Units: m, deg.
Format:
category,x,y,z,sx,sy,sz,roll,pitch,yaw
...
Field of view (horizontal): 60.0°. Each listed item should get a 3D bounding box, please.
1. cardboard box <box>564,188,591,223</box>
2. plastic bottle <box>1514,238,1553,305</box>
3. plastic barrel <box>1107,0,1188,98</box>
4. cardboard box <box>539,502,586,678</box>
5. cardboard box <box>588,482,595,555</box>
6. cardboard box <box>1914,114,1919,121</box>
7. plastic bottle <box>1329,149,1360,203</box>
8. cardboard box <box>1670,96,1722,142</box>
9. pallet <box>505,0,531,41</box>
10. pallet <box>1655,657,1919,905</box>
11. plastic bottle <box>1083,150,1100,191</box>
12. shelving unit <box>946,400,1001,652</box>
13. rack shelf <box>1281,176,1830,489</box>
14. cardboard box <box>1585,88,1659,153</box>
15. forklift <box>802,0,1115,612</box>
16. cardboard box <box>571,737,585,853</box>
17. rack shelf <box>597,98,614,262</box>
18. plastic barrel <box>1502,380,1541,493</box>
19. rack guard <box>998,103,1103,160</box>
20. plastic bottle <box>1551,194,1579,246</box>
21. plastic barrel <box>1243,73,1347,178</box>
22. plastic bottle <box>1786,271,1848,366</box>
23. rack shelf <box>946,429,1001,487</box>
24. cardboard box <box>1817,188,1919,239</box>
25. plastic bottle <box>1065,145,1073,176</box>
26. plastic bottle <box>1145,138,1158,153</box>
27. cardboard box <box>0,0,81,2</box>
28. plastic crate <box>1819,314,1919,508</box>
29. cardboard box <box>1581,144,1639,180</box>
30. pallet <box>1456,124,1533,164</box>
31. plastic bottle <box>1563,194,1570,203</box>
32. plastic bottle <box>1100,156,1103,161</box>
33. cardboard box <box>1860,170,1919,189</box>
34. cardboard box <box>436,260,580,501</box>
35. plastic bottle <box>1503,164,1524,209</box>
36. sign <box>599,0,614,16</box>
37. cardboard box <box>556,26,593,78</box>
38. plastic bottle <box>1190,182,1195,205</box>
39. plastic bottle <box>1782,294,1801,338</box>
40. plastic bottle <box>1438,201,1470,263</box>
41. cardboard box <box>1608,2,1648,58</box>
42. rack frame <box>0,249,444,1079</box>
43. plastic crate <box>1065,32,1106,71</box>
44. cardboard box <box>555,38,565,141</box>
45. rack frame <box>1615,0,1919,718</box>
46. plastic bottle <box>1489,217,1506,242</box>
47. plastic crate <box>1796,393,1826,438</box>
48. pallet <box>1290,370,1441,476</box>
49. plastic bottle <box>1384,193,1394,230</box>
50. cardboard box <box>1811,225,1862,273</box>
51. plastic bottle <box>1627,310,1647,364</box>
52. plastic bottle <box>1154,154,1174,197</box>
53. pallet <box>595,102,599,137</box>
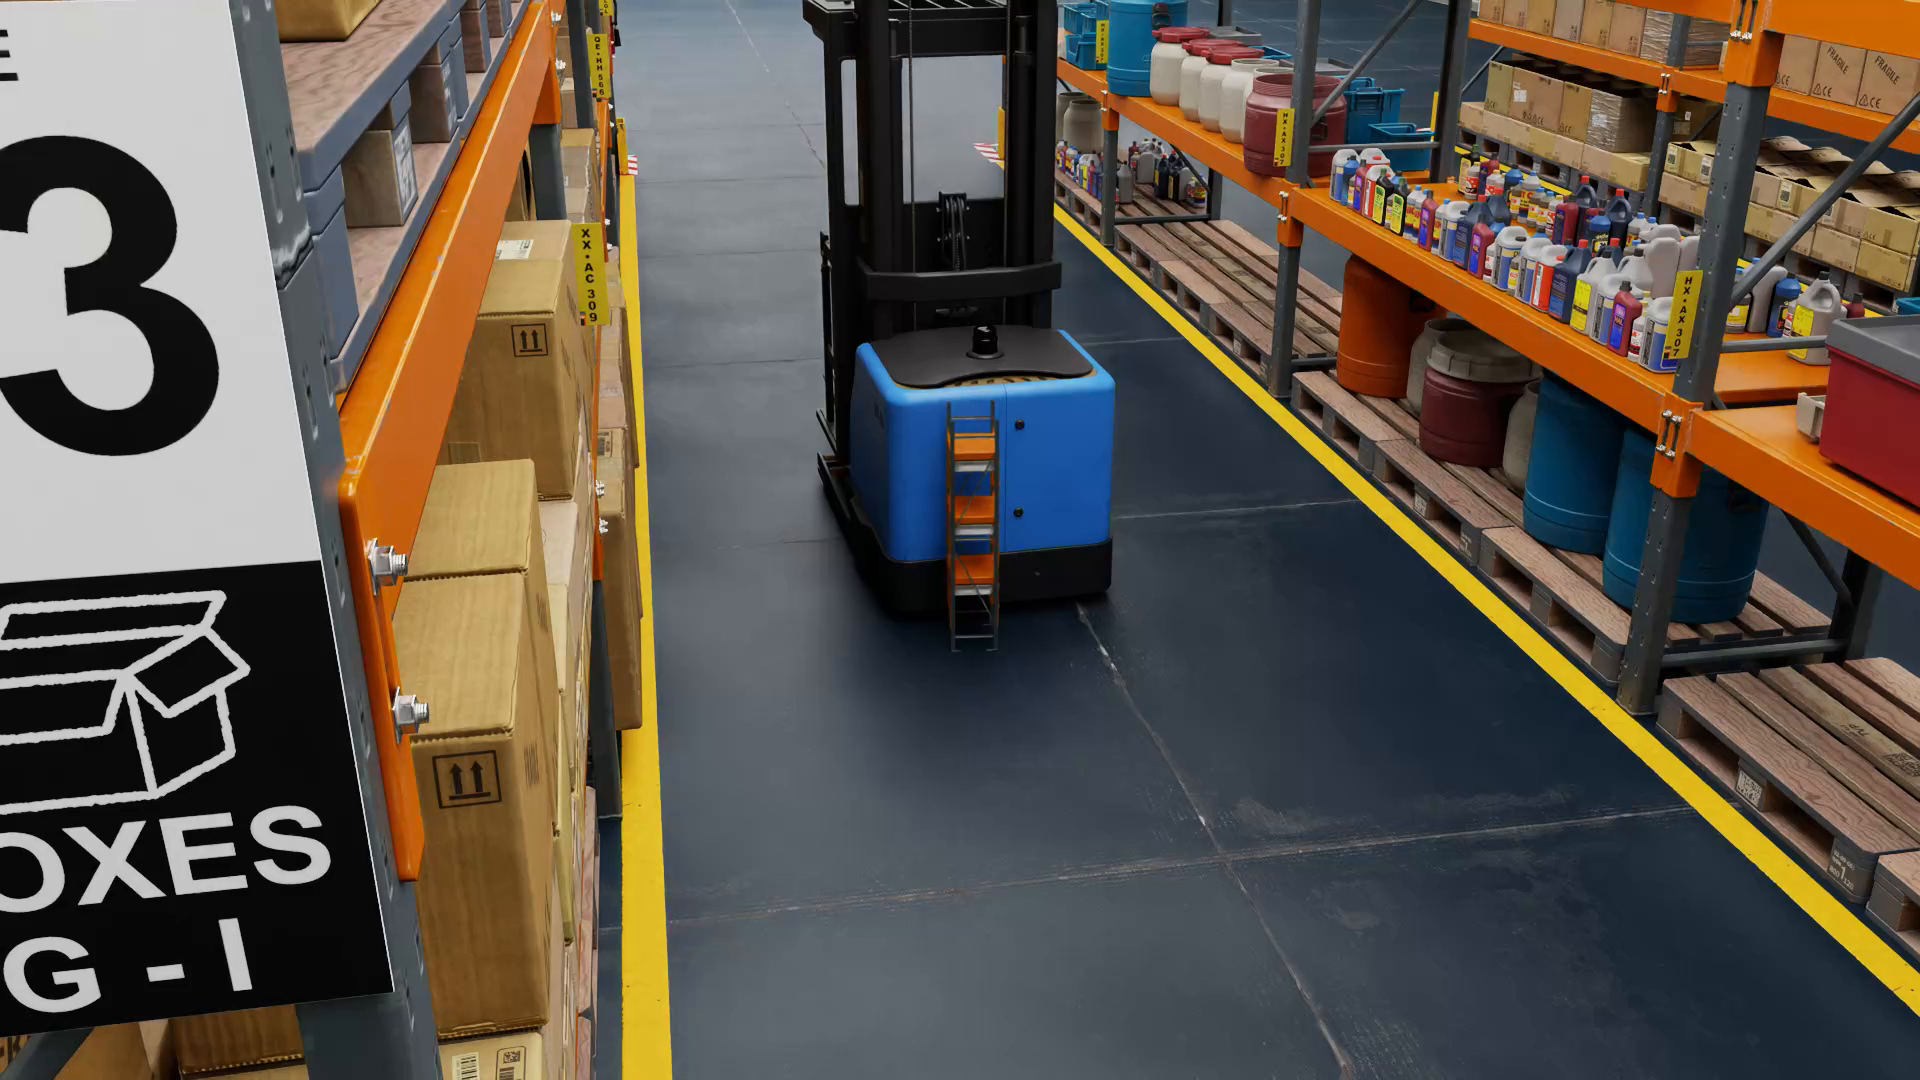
category,x,y,z,sx,sy,sz,roll,pitch,yaw
cardboard box,-1.837,-1.203,7.131,0.500,0.500,0.500,-4,24,-9
plastic bottle,2.580,-1.196,7.395,0.152,0.276,0.135,-4,24,-10
plastic barrel,1.451,-3.929,12.871,0.600,0.901,0.708,-4,24,-10
cardboard box,-1.179,0.131,4.018,0.500,0.250,0.500,-4,24,-9
cardboard box,-1.285,-0.048,4.925,0.380,0.149,0.250,-4,24,-9
cardboard box,6.994,-3.047,11.793,0.380,0.149,0.250,-3,24,-6
plastic bottle,2.179,-2.049,9.348,0.152,0.276,0.135,-4,24,-10
cardboard box,6.768,-3.720,14.993,0.500,0.500,0.500,-4,24,-10
pallet,-1.570,-1.371,4.005,1.003,0.211,1.213,-4,24,-10
pallet,3.331,0.838,6.068,1.003,0.211,1.213,-4,24,-10
plastic bottle,1.180,-3.295,14.807,0.144,0.351,0.185,-4,24,-10
shelving unit,0.054,-0.051,7.054,0.215,1.050,0.252,-1,24,-3
rack shelf,2.787,-1.183,8.111,1.077,0.370,4.000,-4,24,-10
cardboard box,6.164,-3.878,15.356,0.500,0.500,0.500,-4,24,-10
forklift,-0.143,-1.589,8.226,1.130,2.935,3.031,-5,24,-12
cardboard box,-0.998,0.560,3.535,0.380,0.149,0.250,-5,24,-11
rack shelf,-2.820,-2.390,10.874,1.077,0.370,4.000,-4,24,-10
plastic barrel,2.925,-0.501,8.234,0.421,0.512,0.421,0,24,0
rack guard,0.998,-4.275,17.413,1.175,0.500,0.348,-4,24,-10
plastic bottle,3.015,-1.586,8.279,0.061,0.283,0.133,-4,24,-10
plastic barrel,2.033,-2.522,10.107,0.600,0.536,0.708,-4,24,-10
plastic bottle,3.403,-0.882,6.584,0.144,0.351,0.185,-4,24,-10
rack shelf,0.053,-0.301,6.945,0.215,0.259,0.240,-1,24,-3
cardboard box,6.754,-2.445,12.310,0.500,0.311,0.500,-4,24,-10
plastic bottle,1.030,-3.527,15.437,0.097,0.271,0.097,0,24,0
plastic bottle,1.788,-3.524,15.330,0.144,0.351,0.185,-3,24,-8
cardboard box,-1.120,-0.646,1.459,0.700,0.500,0.500,-6,24,-13
plastic crate,3.075,-0.414,5.294,0.402,0.464,0.583,-4,24,-10
cardboard box,6.163,-3.534,15.505,0.500,0.250,0.500,-4,24,-10
pallet,5.989,-4.236,17.685,1.003,0.211,1.213,-4,24,-10
plastic bottle,3.122,-1.669,8.470,0.061,0.283,0.133,-4,24,-10
plastic bottle,1.276,-3.282,14.861,0.061,0.283,0.133,-4,24,-10
cardboard box,7.184,-2.691,12.874,0.500,0.311,0.500,-5,24,-10
cardboard box,-1.275,-0.413,4.326,0.500,0.500,0.500,-4,24,-9
plastic bottle,2.993,-1.899,9.012,0.097,0.271,0.097,0,24,0
sign,-2.646,-4.080,12.397,0.100,0.325,0.005,-4,24,-10
cardboard box,-2.779,-3.071,10.881,0.797,0.503,0.637,-2,24,-4
plastic bottle,2.030,-2.990,14.295,0.097,0.201,0.097,0,24,0
plastic bottle,3.444,-0.908,6.829,0.097,0.201,0.097,0,24,0
plastic bottle,2.436,-1.503,8.099,0.152,0.276,0.135,-4,24,-10
cardboard box,6.354,-4.665,15.059,0.700,0.500,0.500,-5,24,-10
rack frame,-0.971,1.213,1.724,1.000,3.000,0.127,-4,24,-10
plastic crate,1.206,-4.220,14.351,0.499,0.251,0.616,-4,24,-10
cardboard box,-2.331,-2.150,8.047,0.797,0.503,0.637,-3,24,-8
rack frame,3.157,-0.726,6.166,1.000,3.000,0.127,-4,24,-10
plastic bottle,2.524,-1.385,7.835,0.097,0.271,0.097,0,24,0
plastic crate,3.102,-0.439,5.763,0.396,0.136,0.243,-4,24,-10
pallet,2.604,-0.715,9.623,1.003,0.211,1.213,-4,24,-10
plastic bottle,2.284,-1.733,8.717,0.097,0.201,0.097,0,24,0
cardboard box,6.760,-2.187,12.420,0.500,0.250,0.500,-4,24,-9
plastic bottle,2.718,-0.810,6.605,0.097,0.201,0.097,0,24,0
plastic bottle,1.794,-3.198,14.585,0.144,0.351,0.185,-4,24,-10
pallet,-2.857,-2.621,10.743,1.003,0.211,1.213,-4,24,-10
